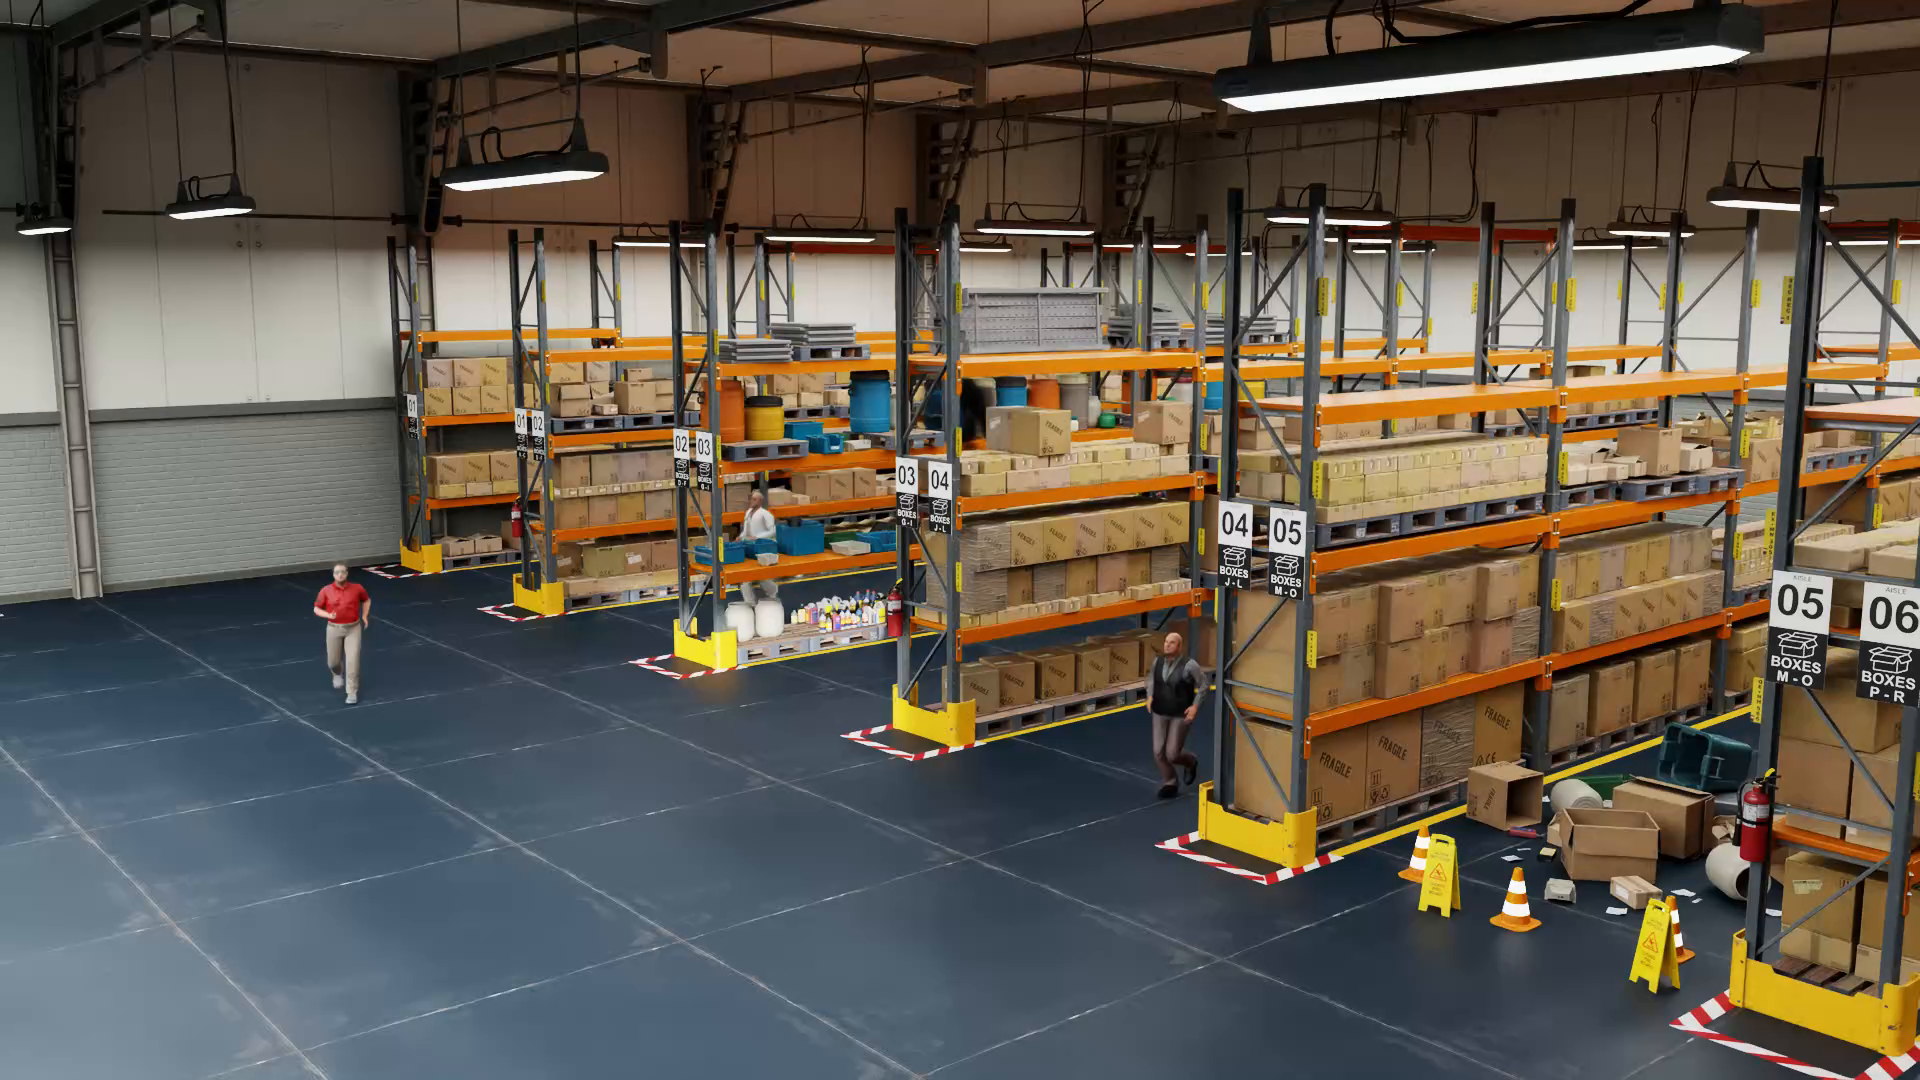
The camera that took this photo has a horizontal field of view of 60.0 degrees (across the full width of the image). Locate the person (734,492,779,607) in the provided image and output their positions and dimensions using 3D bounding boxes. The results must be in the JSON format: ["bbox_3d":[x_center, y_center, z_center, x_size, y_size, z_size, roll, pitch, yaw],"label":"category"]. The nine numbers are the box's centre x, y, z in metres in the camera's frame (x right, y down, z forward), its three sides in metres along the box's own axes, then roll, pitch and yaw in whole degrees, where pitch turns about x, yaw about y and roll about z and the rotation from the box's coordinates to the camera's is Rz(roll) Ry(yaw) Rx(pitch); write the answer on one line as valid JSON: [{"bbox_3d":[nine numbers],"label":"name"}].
[{"bbox_3d":[-3.120,0.166,25.163,0.715,1.736,0.705,8,12,41],"label":"person"}]

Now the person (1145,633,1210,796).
[{"bbox_3d":[2.166,1.762,16.827,0.687,1.670,0.600,6,11,35],"label":"person"}]

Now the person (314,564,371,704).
[{"bbox_3d":[-7.695,1.145,20.782,0.675,1.688,0.897,-3,9,-20],"label":"person"}]
